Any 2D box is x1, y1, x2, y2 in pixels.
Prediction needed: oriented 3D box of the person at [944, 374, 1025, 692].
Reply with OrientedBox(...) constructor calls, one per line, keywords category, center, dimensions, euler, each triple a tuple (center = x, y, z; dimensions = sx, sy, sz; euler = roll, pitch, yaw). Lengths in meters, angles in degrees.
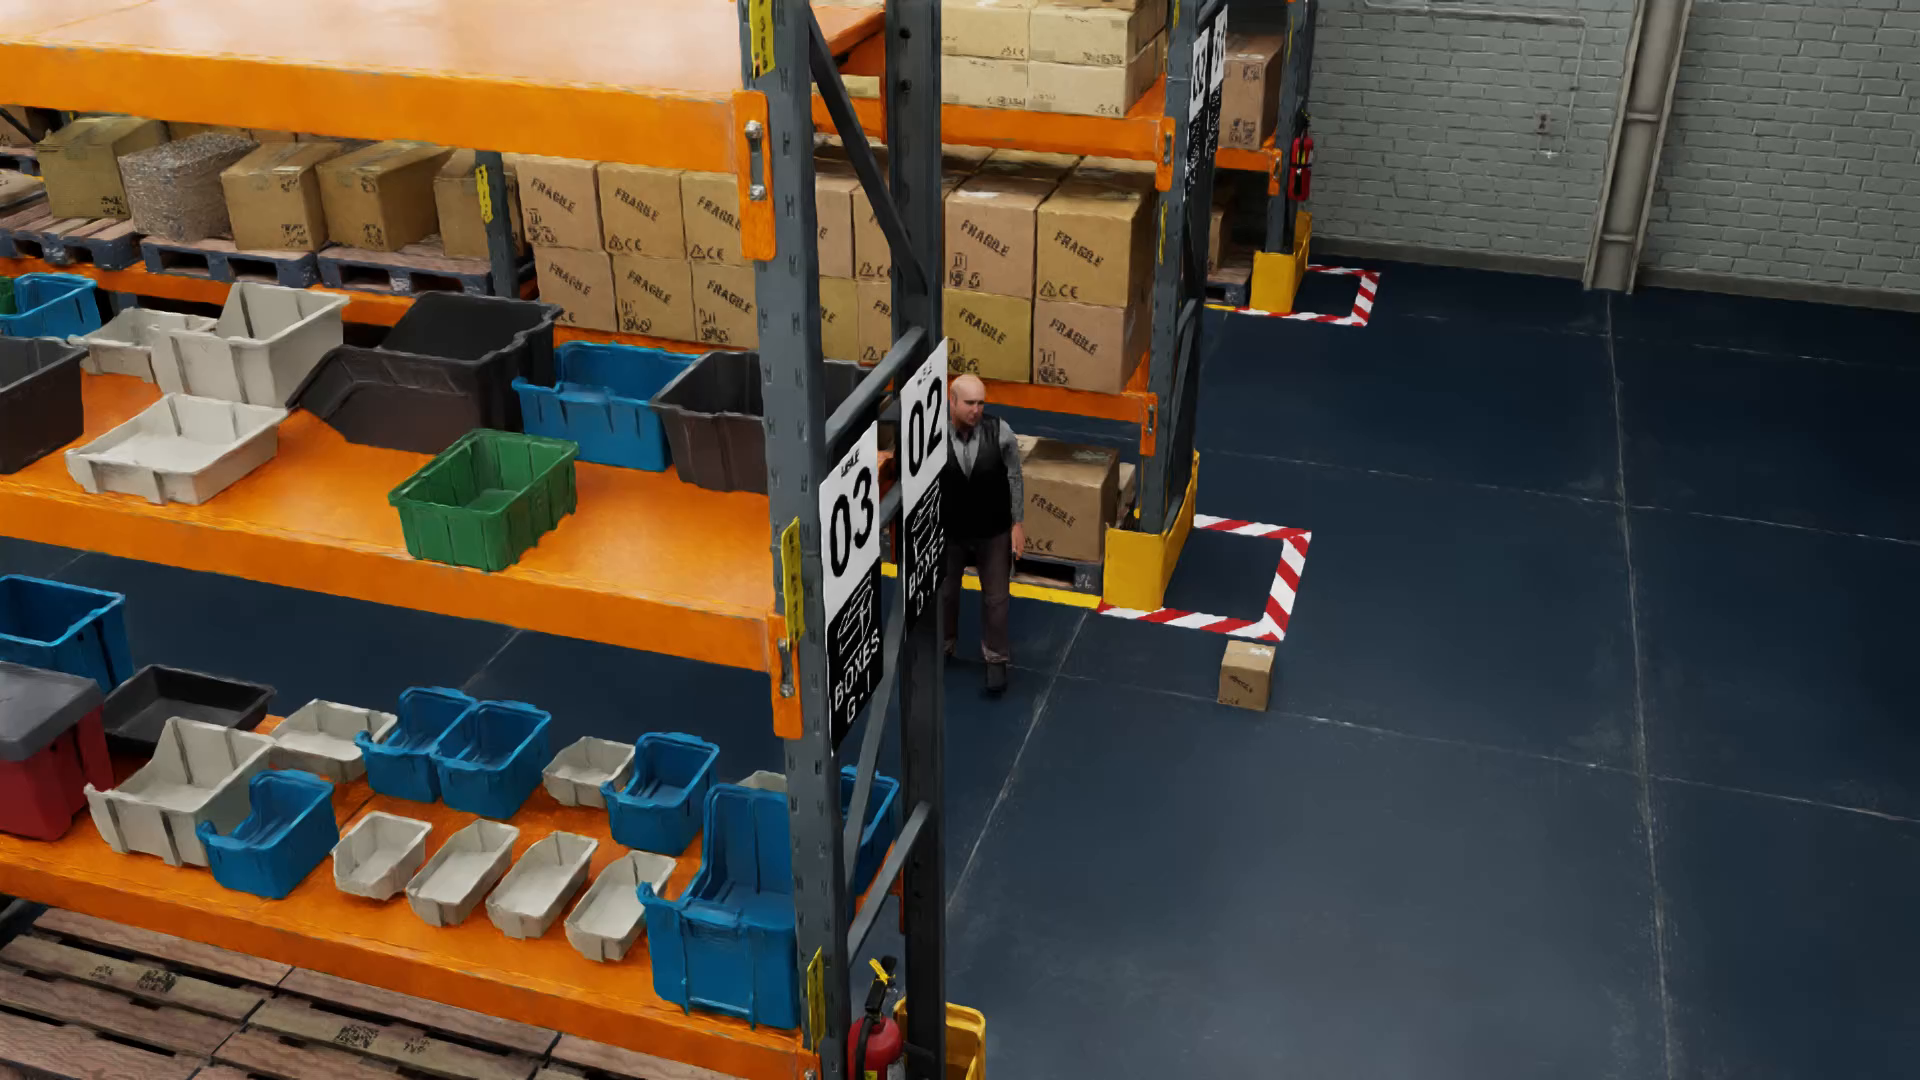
OrientedBox(category="person", center=(0.038, -0.024, 8.521), dimensions=(0.588, 1.730, 0.463), euler=(0, 29, 0))
